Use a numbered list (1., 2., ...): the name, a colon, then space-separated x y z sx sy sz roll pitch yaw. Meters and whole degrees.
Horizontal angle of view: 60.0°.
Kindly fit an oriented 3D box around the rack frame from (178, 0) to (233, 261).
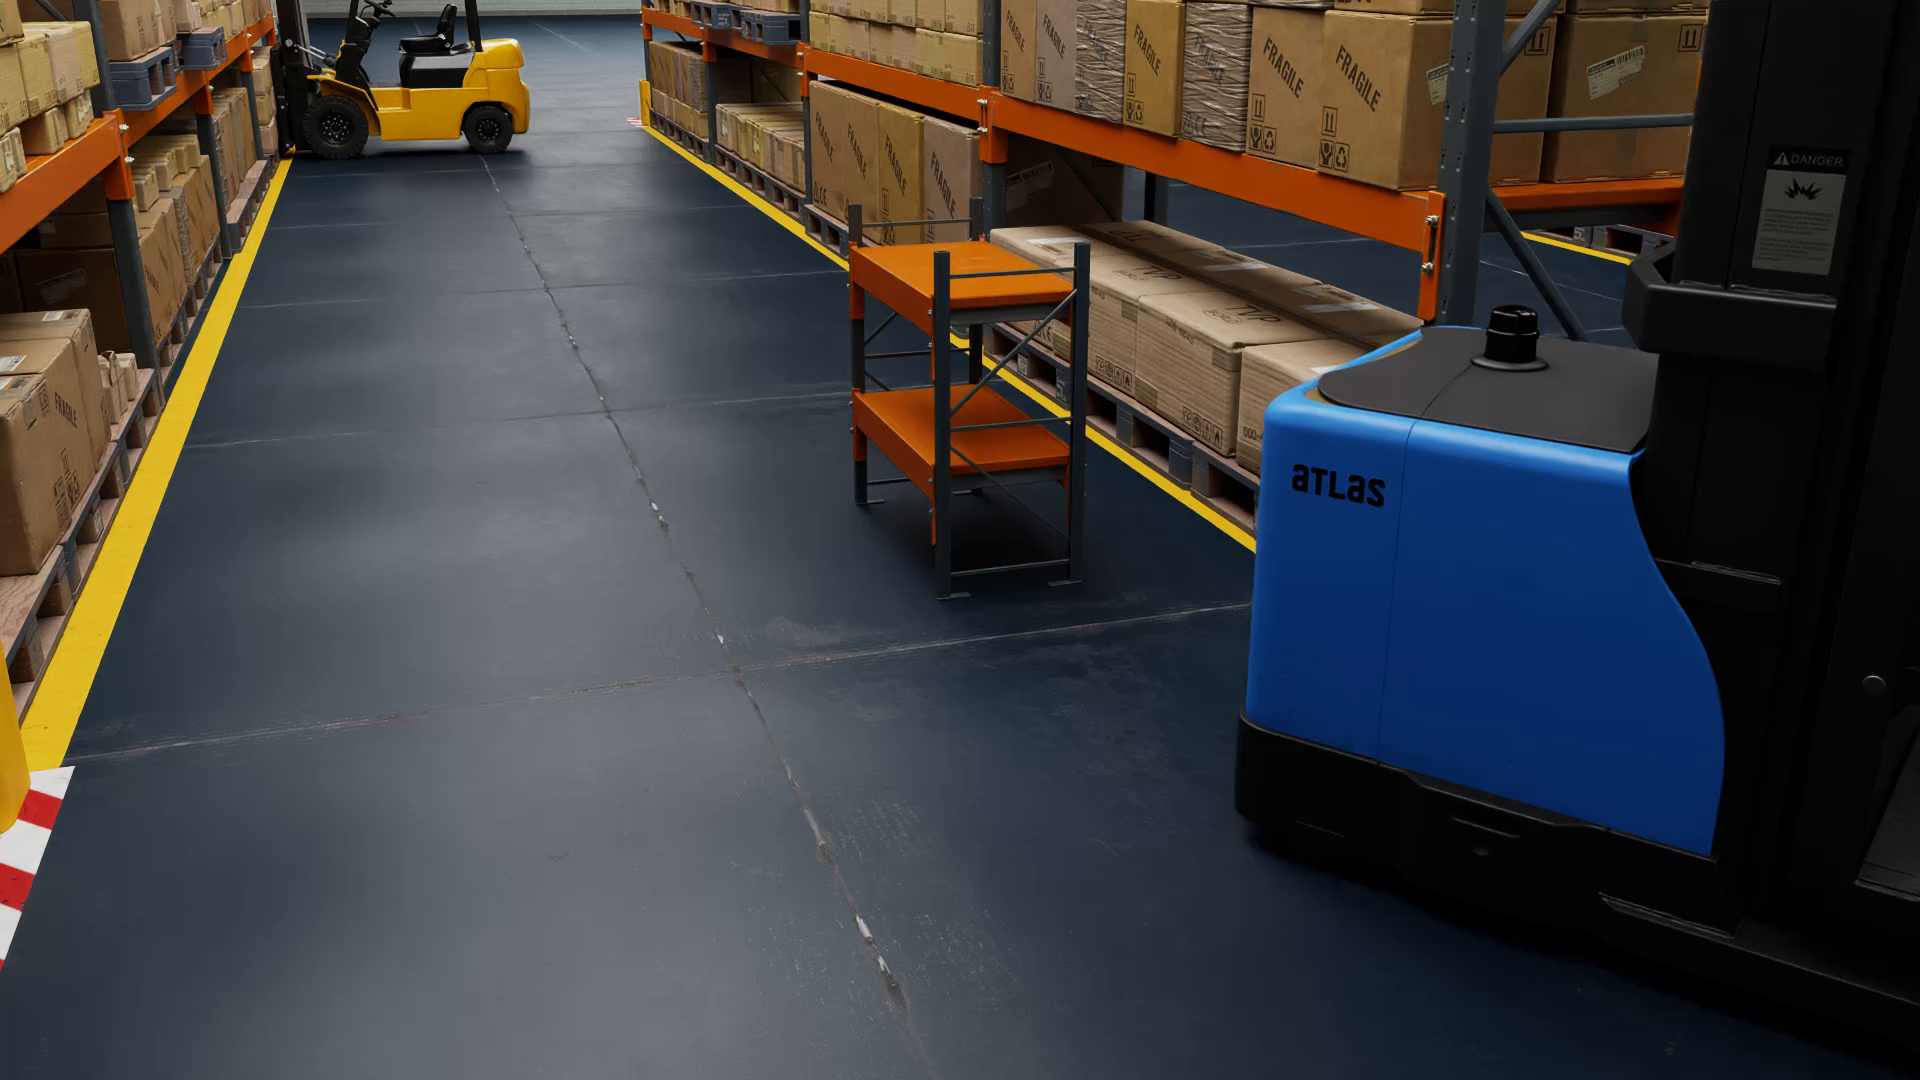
1. rack frame: -5.361 -3.242 10.506 1.000 3.000 0.127 -6 21 -17

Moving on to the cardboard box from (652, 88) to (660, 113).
1. cardboard box: -3.173 -4.953 18.716 0.500 0.250 0.500 -7 21 -18

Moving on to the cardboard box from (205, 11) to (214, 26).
1. cardboard box: -5.421 -3.502 11.451 0.500 0.250 0.500 -7 21 -18

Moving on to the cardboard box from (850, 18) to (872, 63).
1. cardboard box: -0.397 -3.185 10.567 0.500 0.250 0.500 -6 21 -15

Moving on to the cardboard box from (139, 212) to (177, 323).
1. cardboard box: -4.218 -1.329 8.255 0.500 0.500 0.500 -7 21 -18

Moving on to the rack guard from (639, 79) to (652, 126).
1. rack guard: -3.140 -5.137 19.480 1.175 0.500 0.348 -6 21 -17

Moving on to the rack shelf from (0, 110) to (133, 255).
1. rack shelf: -3.475 -0.978 5.267 1.077 0.370 4.000 -6 21 -17

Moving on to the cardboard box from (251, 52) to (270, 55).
1. cardboard box: -7.100 -4.745 16.657 0.500 0.250 0.500 -6 21 -17

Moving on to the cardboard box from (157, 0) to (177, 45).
1. cardboard box: -4.452 -2.800 8.506 0.700 0.500 0.500 -6 21 -17

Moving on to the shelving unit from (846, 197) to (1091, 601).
1. shelving unit: 0.002 -0.527 5.720 0.538 1.125 1.048 -6 21 -17

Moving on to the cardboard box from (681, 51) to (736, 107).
1. cardboard box: -2.509 -4.635 16.721 0.500 0.500 0.500 -6 21 -16

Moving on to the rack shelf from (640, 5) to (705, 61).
1. rack shelf: -2.535 -5.358 17.460 1.077 0.370 4.000 -6 21 -17

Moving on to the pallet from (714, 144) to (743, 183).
1. pallet: -1.661 -3.492 15.327 1.003 0.211 1.213 -6 21 -17

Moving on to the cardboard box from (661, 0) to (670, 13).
1. cardboard box: -3.005 -5.750 17.859 0.380 0.149 0.250 -6 21 -16

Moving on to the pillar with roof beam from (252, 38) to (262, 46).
1. pillar with roof beam: -10.083 -14.547 33.106 9.100 9.000 0.400 -6 21 -17

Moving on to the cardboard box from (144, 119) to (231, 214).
1. cardboard box: -5.544 -2.524 11.398 0.875 0.625 0.625 -6 21 -15

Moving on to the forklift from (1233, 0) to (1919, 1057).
1. forklift: 2.139 -0.513 3.009 3.031 2.935 1.130 14 24 34

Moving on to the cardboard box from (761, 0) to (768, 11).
1. cardboard box: -1.322 -4.166 12.829 0.380 0.149 0.250 -7 21 -20

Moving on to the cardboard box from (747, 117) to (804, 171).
1. cardboard box: -1.290 -3.394 14.194 0.950 0.372 0.625 -6 21 -15

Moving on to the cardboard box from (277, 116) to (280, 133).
1. cardboard box: -6.947 -4.109 16.367 0.500 0.250 0.500 -6 21 -15

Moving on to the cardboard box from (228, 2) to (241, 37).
1. cardboard box: -6.048 -4.161 13.285 0.500 0.250 0.500 -7 21 -18

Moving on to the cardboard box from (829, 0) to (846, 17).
1. cardboard box: -0.563 -3.581 10.930 0.500 0.250 0.500 -6 21 -16

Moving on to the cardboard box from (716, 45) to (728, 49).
1. cardboard box: -2.346 -5.035 17.835 0.500 0.500 0.500 -7 21 -18

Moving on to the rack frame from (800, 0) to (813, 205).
1. rack frame: -0.650 -3.771 11.977 1.000 3.000 0.127 -6 21 -17

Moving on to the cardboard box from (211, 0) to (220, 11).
1. cardboard box: -5.572 -3.906 11.836 0.500 0.250 0.500 -7 21 -19

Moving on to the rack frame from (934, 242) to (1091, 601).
1. rack frame: 0.162 -0.364 5.266 0.500 1.125 0.032 -6 21 -17

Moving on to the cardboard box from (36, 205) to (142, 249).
1. cardboard box: -3.963 -1.428 7.573 0.380 0.149 0.250 -5 20 -15

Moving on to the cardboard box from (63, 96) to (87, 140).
1. cardboard box: -3.556 -1.603 6.313 0.380 0.149 0.250 -6 21 -16

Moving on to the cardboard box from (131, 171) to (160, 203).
1. cardboard box: -4.433 -1.841 8.721 0.380 0.149 0.250 -6 21 -15

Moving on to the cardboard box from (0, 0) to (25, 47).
1. cardboard box: -3.205 -1.753 5.032 0.500 0.500 0.500 -6 21 -16

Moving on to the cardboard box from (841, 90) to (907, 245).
1. cardboard box: -0.235 -2.451 10.826 0.875 0.875 0.875 -6 21 -17

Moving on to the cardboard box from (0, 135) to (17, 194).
1. cardboard box: -3.047 -1.110 4.941 0.380 0.149 0.250 -7 21 -19

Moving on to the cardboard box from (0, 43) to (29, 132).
1. cardboard box: -3.235 -1.405 5.171 0.500 0.250 0.500 -7 21 -19

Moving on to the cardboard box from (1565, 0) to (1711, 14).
1. cardboard box: 1.984 -1.905 5.157 0.500 0.500 0.500 -7 21 -18

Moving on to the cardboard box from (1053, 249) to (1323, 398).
1. cardboard box: 0.985 -0.979 7.373 0.875 0.438 0.875 -7 21 -19

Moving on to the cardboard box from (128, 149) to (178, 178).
1. cardboard box: -4.769 -2.174 9.649 0.380 0.149 0.250 -6 21 -16

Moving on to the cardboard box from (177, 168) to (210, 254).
1. cardboard box: -4.876 -1.989 10.093 0.500 0.500 0.500 -7 21 -18

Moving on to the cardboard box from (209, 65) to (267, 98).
1. cardboard box: -6.472 -4.089 14.829 0.500 0.250 0.500 -7 21 -18

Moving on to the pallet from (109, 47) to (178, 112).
1. pallet: -4.251 -2.136 7.711 1.003 0.211 1.213 -6 21 -17

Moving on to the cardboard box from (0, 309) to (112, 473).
1. cardboard box: -3.506 -0.514 5.987 0.700 0.500 0.500 -7 21 -19

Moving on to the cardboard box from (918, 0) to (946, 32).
1. cardboard box: 0.074 -2.927 9.111 0.500 0.250 0.500 -6 21 -16

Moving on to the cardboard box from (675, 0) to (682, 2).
1. cardboard box: -2.618 -5.688 16.727 0.500 0.500 0.500 -6 21 -16

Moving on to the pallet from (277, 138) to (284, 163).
1. pallet: -7.215 -3.865 16.366 1.003 0.211 1.213 -6 21 -17

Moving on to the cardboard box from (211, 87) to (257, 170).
1. cardboard box: -6.443 -3.440 13.947 0.875 0.625 0.625 -5 20 -15

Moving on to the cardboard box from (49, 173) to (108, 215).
1. cardboard box: -4.021 -1.562 7.505 0.380 0.149 0.250 -7 21 -18

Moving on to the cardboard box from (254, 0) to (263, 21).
1. cardboard box: -6.987 -5.234 15.904 0.500 0.500 0.500 -6 21 -17

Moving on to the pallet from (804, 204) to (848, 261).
1. pallet: -0.473 -2.197 11.722 1.003 0.211 1.213 -6 21 -17

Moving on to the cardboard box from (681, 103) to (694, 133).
1. cardboard box: -2.525 -4.289 16.866 0.500 0.250 0.500 -7 21 -19

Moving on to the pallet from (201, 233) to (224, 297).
1. pallet: -5.162 -1.686 10.299 1.003 0.211 1.213 -6 21 -17

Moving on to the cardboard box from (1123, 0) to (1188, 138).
1. cardboard box: 0.973 -1.868 6.533 0.500 0.500 0.500 -6 21 -16

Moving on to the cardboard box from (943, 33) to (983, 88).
1. cardboard box: 0.227 -2.534 8.755 0.500 0.250 0.500 -7 21 -18

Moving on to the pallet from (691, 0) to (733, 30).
1. pallet: -1.805 -4.703 14.858 1.003 0.211 1.213 -6 21 -17

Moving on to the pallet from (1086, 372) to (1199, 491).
1. pallet: 1.159 -0.530 7.081 1.003 0.211 1.213 -6 21 -17

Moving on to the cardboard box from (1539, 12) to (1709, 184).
1. cardboard box: 1.987 -1.435 5.327 0.500 0.500 0.500 -7 21 -18

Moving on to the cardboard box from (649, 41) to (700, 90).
1. cardboard box: -3.165 -5.299 18.568 0.500 0.500 0.500 -7 21 -19
